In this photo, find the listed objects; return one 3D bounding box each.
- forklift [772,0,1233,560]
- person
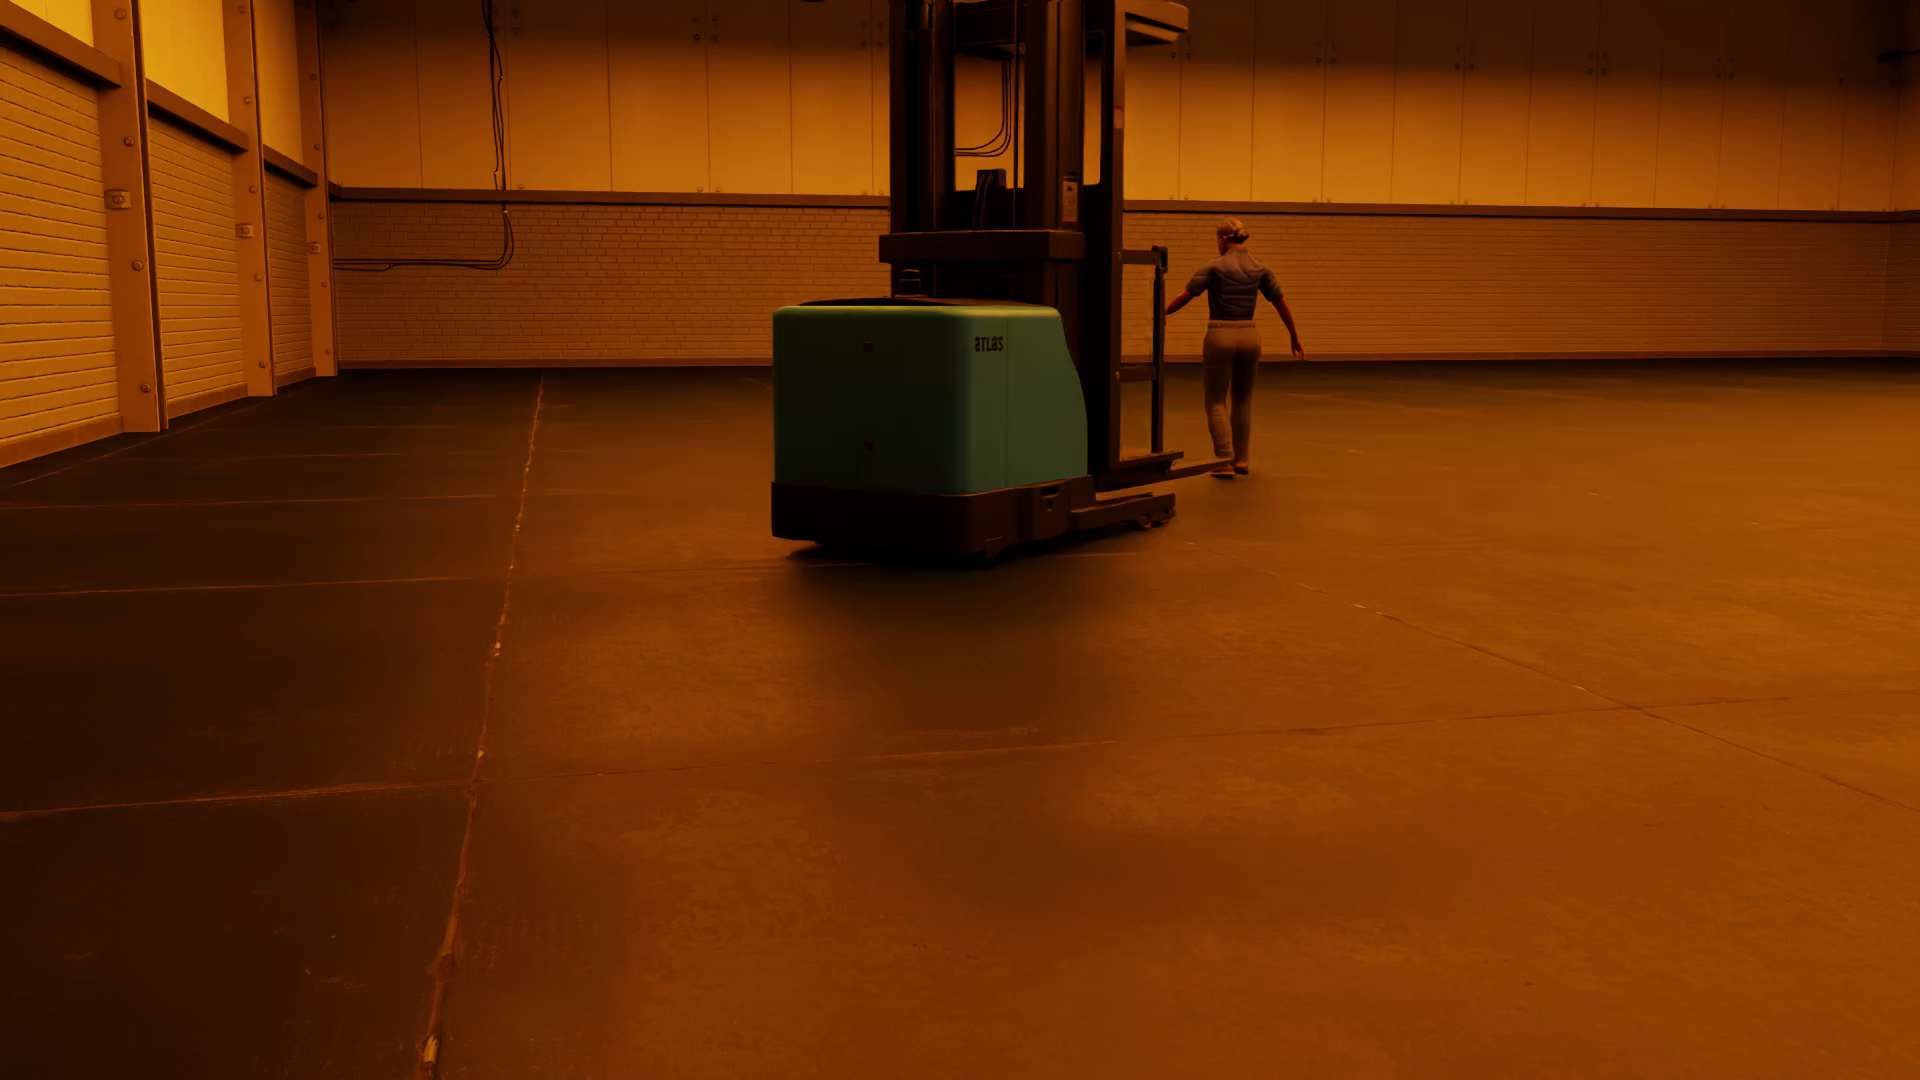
[{"bbox_3d":[0.411,-1.532,8.075,1.130,2.935,3.031,5,10,33],"label":"forklift"},{"bbox_3d":[1.738,-1.209,10.649,0.915,1.676,0.614,-1,8,-8],"label":"person"}]
